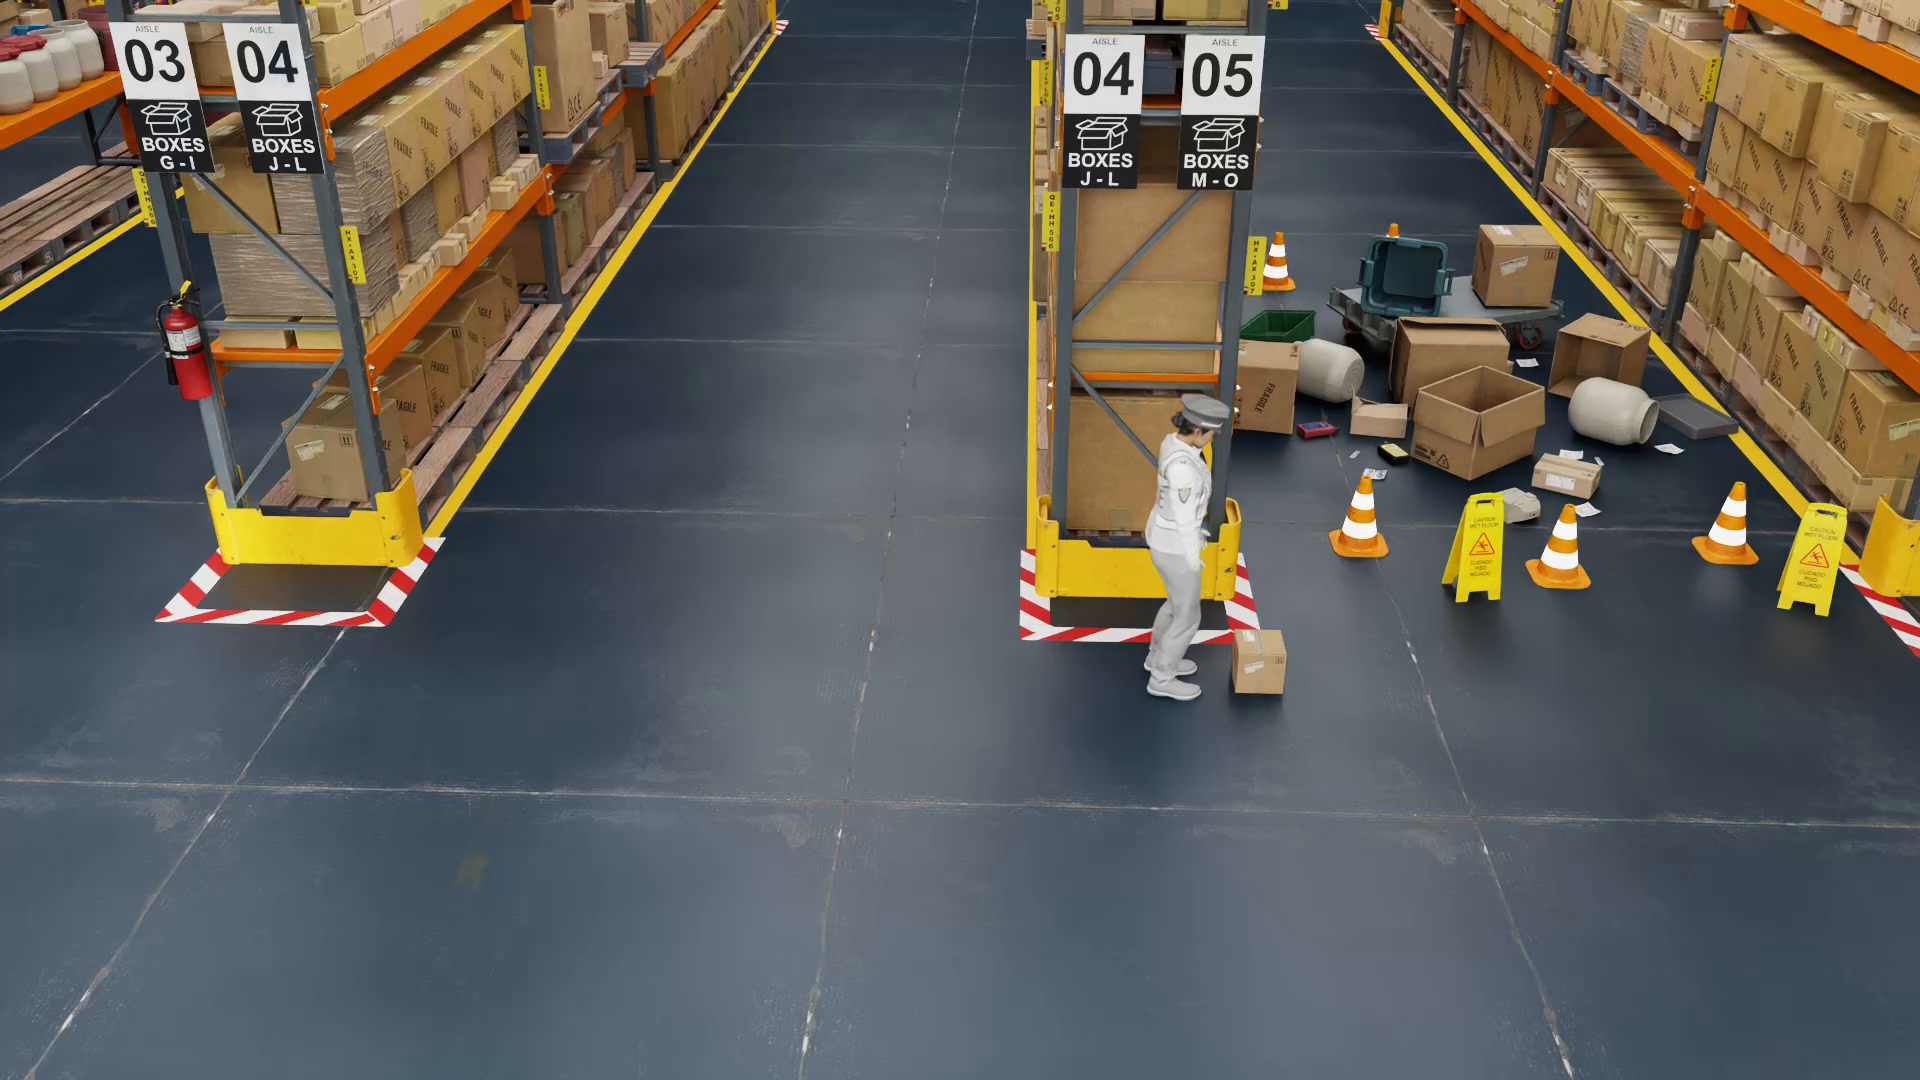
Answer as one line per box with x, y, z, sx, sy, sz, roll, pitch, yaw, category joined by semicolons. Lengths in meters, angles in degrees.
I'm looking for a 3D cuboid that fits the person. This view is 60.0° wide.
1.146;0.025;8.599;0.382;1.651;0.485;2;28;3;person
